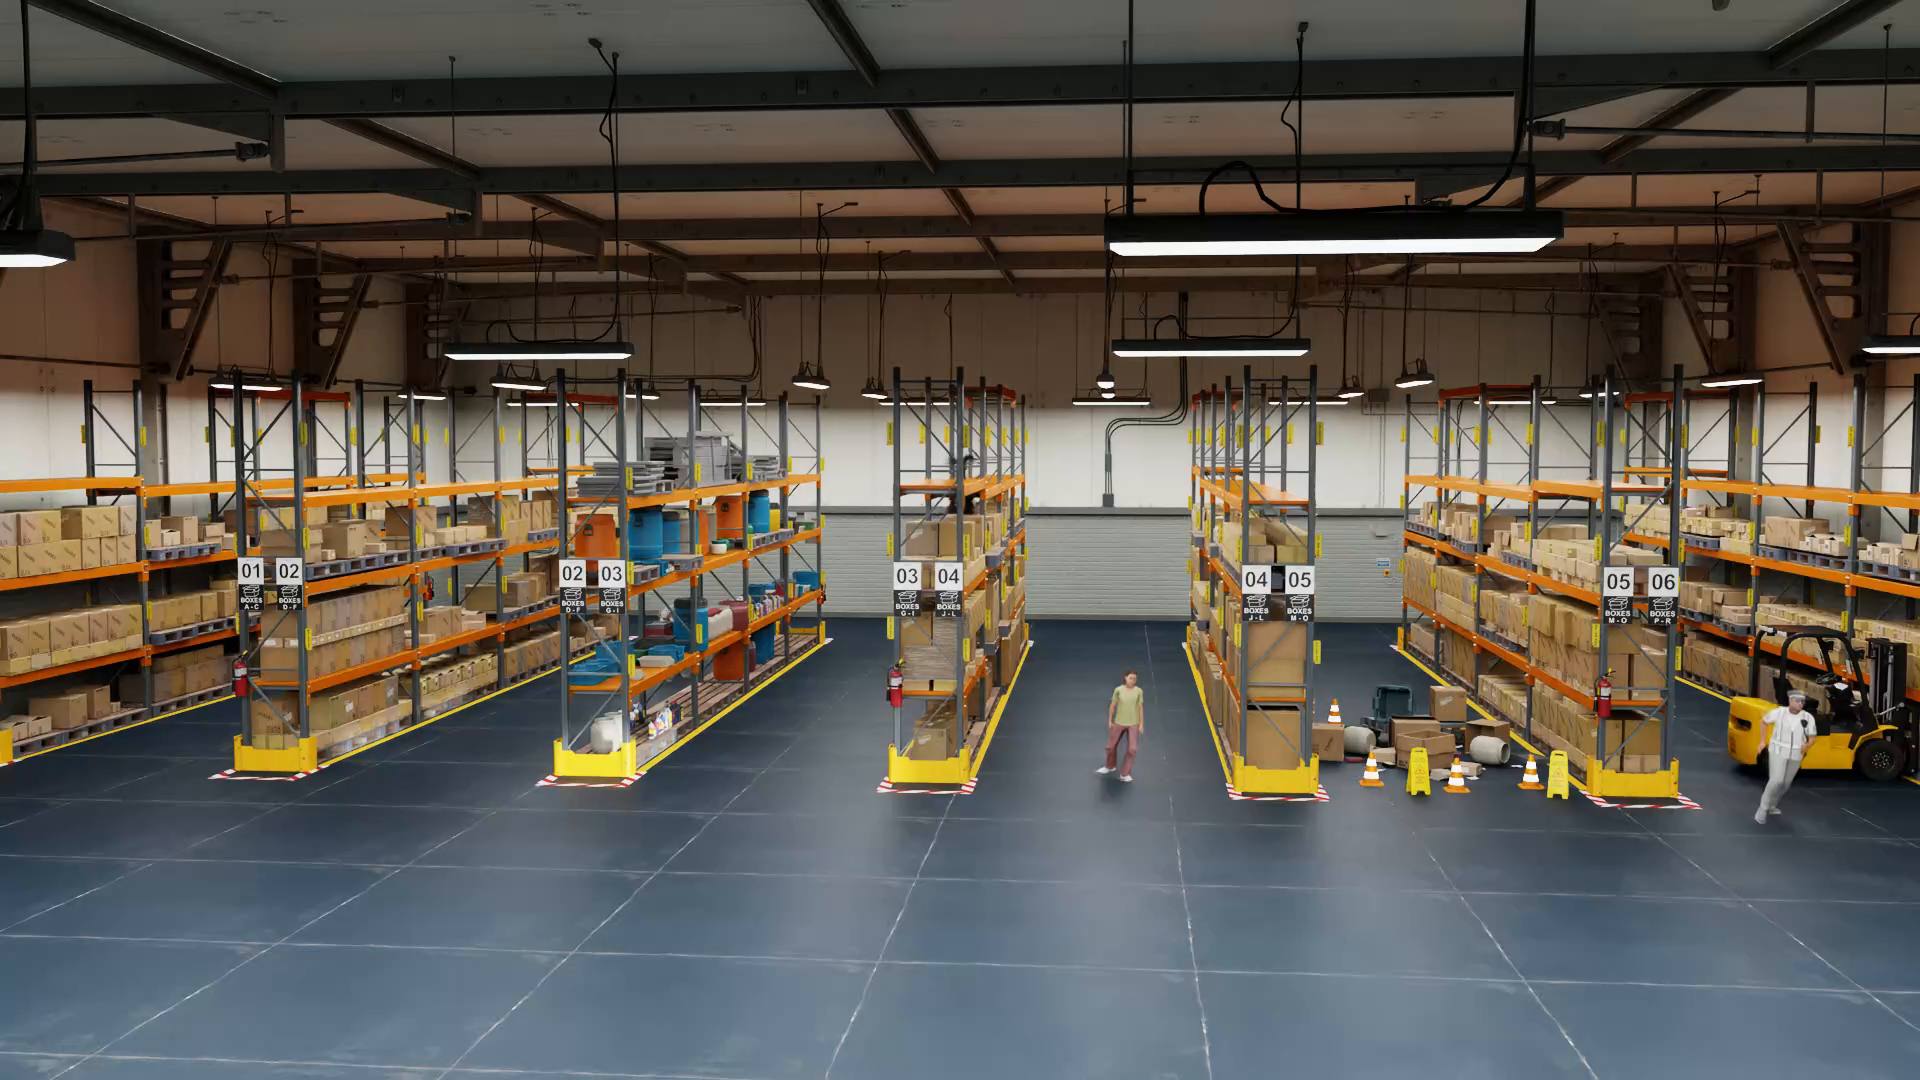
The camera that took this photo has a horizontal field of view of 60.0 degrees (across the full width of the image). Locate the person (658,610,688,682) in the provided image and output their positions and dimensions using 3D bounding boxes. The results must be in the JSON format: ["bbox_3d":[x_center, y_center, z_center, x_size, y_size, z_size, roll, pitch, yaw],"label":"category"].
[{"bbox_3d":[-5.887,2.143,33.899,0.641,1.515,0.910,-1,4,-9],"label":"person"}]

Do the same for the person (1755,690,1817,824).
[{"bbox_3d":[10.667,2.784,21.556,0.755,1.733,0.797,1,4,9],"label":"person"}]

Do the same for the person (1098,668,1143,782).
[{"bbox_3d":[2.344,2.673,24.250,0.649,1.643,0.491,0,4,2],"label":"person"}]
